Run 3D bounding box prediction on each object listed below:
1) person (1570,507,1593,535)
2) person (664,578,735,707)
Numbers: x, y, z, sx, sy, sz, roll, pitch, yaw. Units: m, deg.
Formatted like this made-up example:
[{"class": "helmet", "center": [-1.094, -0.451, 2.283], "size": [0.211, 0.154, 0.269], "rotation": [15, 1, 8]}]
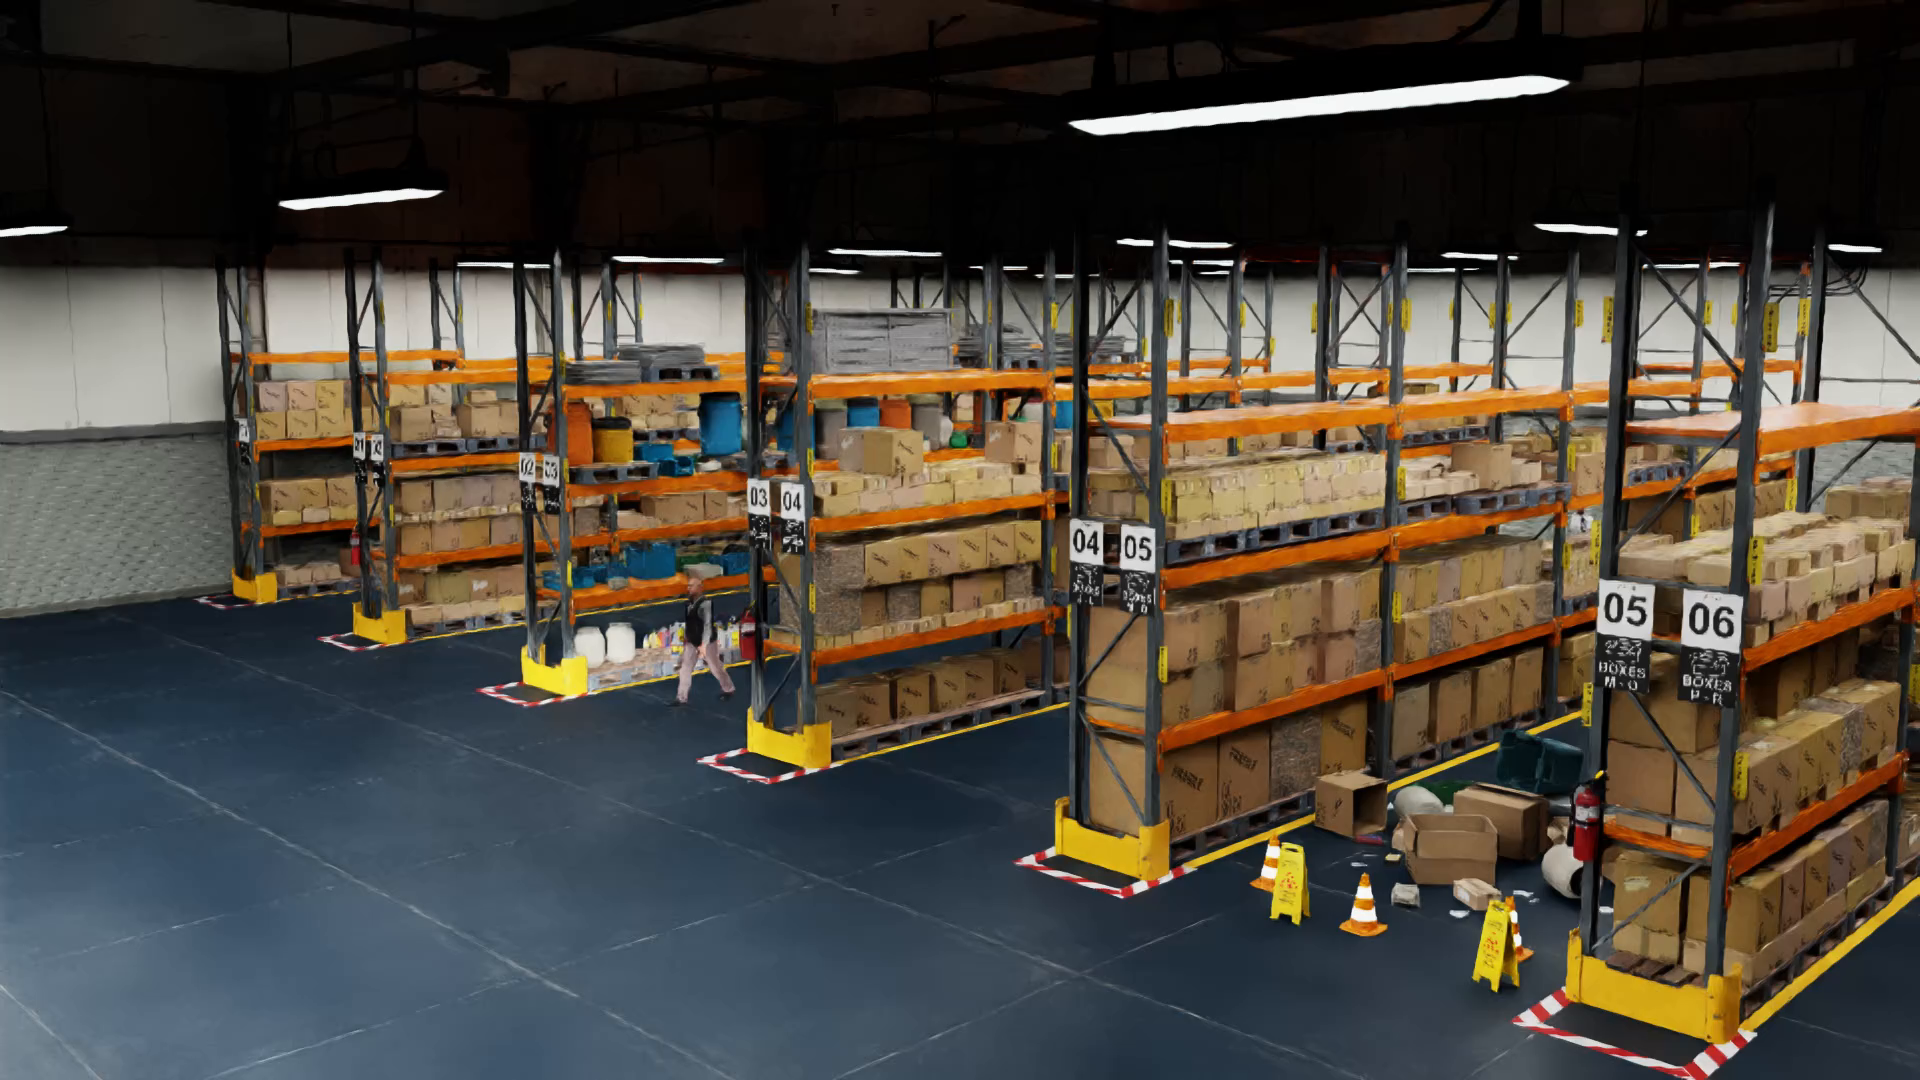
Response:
[{"class": "person", "center": [11.378, 0.047, 30.439], "size": [0.463, 1.625, 0.989], "rotation": [8, 11, 43]}, {"class": "person", "center": [-3.341, 1.312, 21.441], "size": [0.553, 1.673, 1.030], "rotation": [8, 11, 43]}]
